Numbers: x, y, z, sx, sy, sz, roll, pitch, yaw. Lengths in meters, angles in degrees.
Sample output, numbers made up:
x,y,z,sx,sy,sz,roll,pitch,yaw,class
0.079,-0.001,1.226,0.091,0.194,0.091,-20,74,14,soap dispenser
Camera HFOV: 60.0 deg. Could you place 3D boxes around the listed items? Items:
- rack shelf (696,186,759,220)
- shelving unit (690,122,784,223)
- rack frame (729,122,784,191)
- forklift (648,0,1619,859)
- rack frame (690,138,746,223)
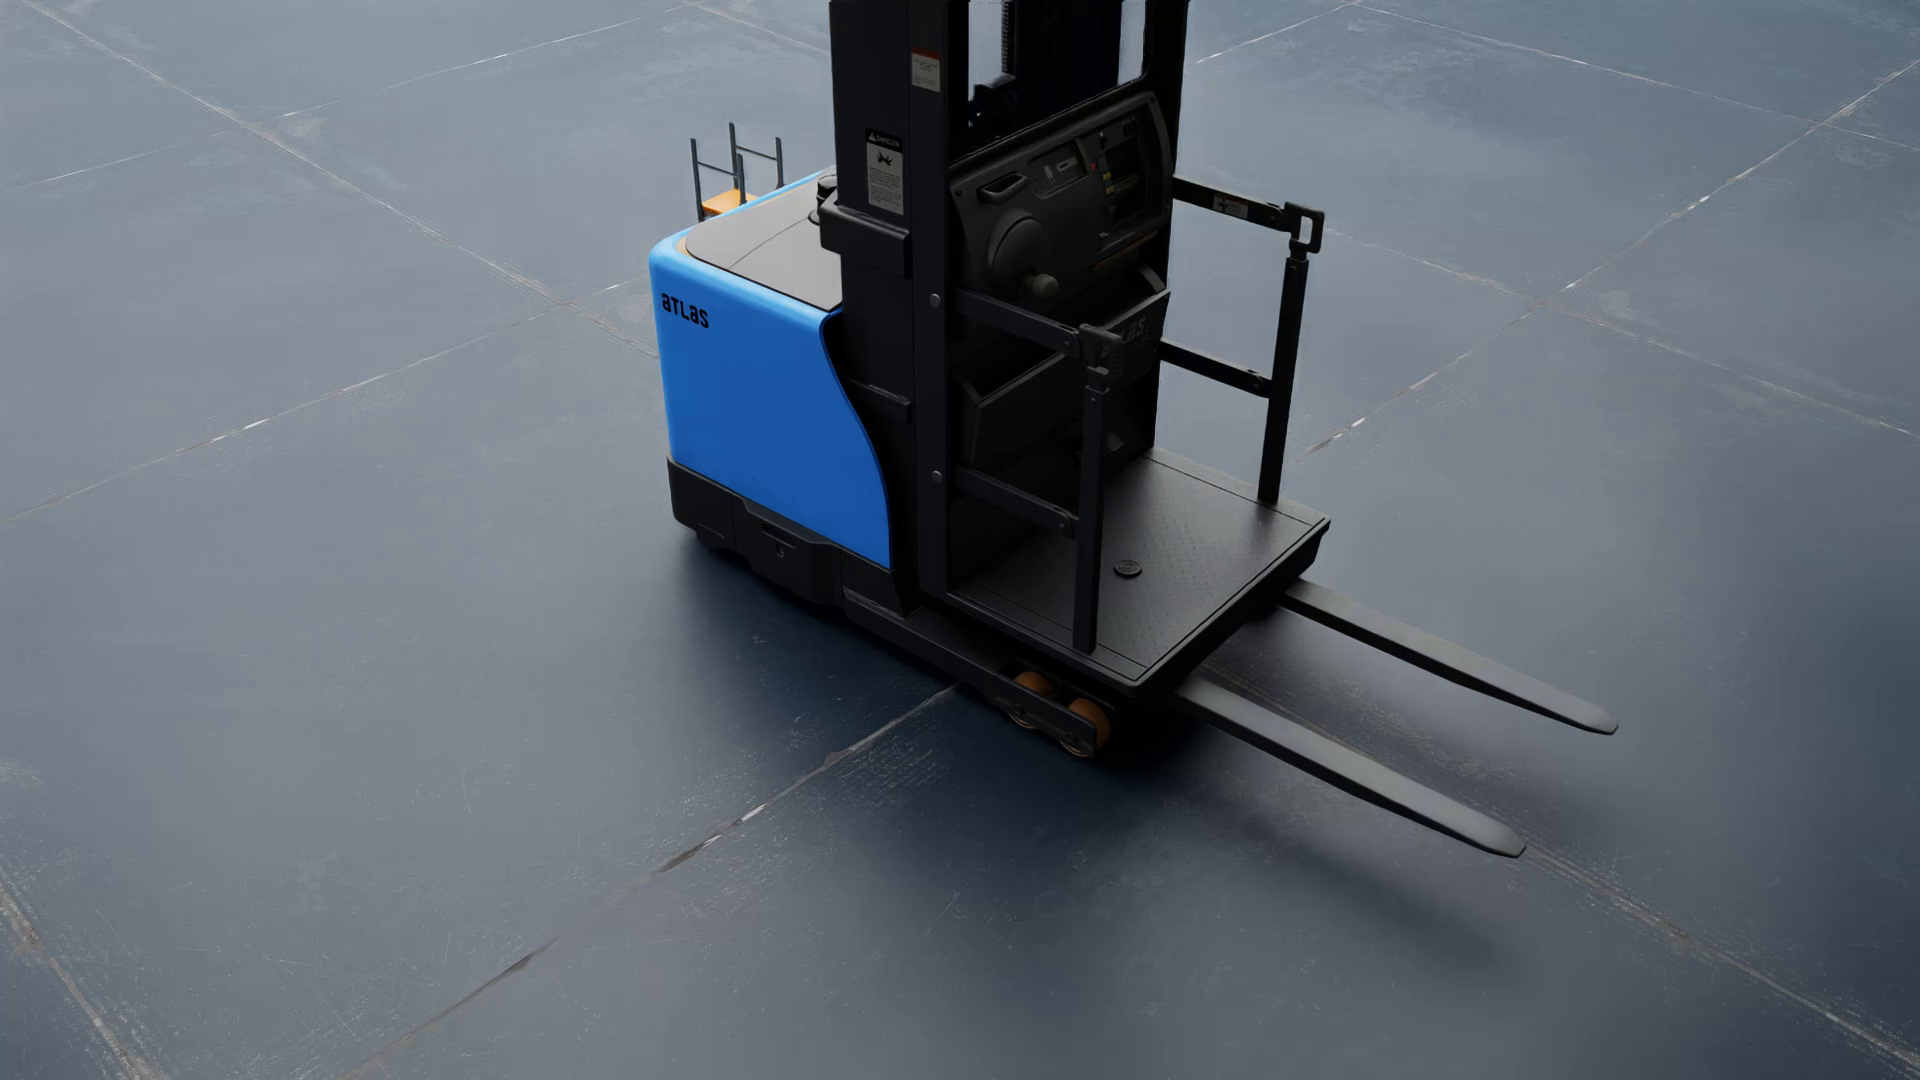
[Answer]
x,y,z,sx,sy,sz,roll,pitch,yaw,class
-0.754,-1.117,5.750,0.258,0.103,0.180,24,42,31,rack shelf
-0.753,-0.858,5.930,0.258,1.200,0.189,24,42,31,shelving unit
-0.696,-0.899,5.989,0.240,1.200,0.006,24,42,31,rack frame
0.460,-0.916,4.501,3.031,2.935,1.130,25,42,32,forklift
-0.809,-0.817,5.871,0.240,1.200,0.006,24,42,31,rack frame
